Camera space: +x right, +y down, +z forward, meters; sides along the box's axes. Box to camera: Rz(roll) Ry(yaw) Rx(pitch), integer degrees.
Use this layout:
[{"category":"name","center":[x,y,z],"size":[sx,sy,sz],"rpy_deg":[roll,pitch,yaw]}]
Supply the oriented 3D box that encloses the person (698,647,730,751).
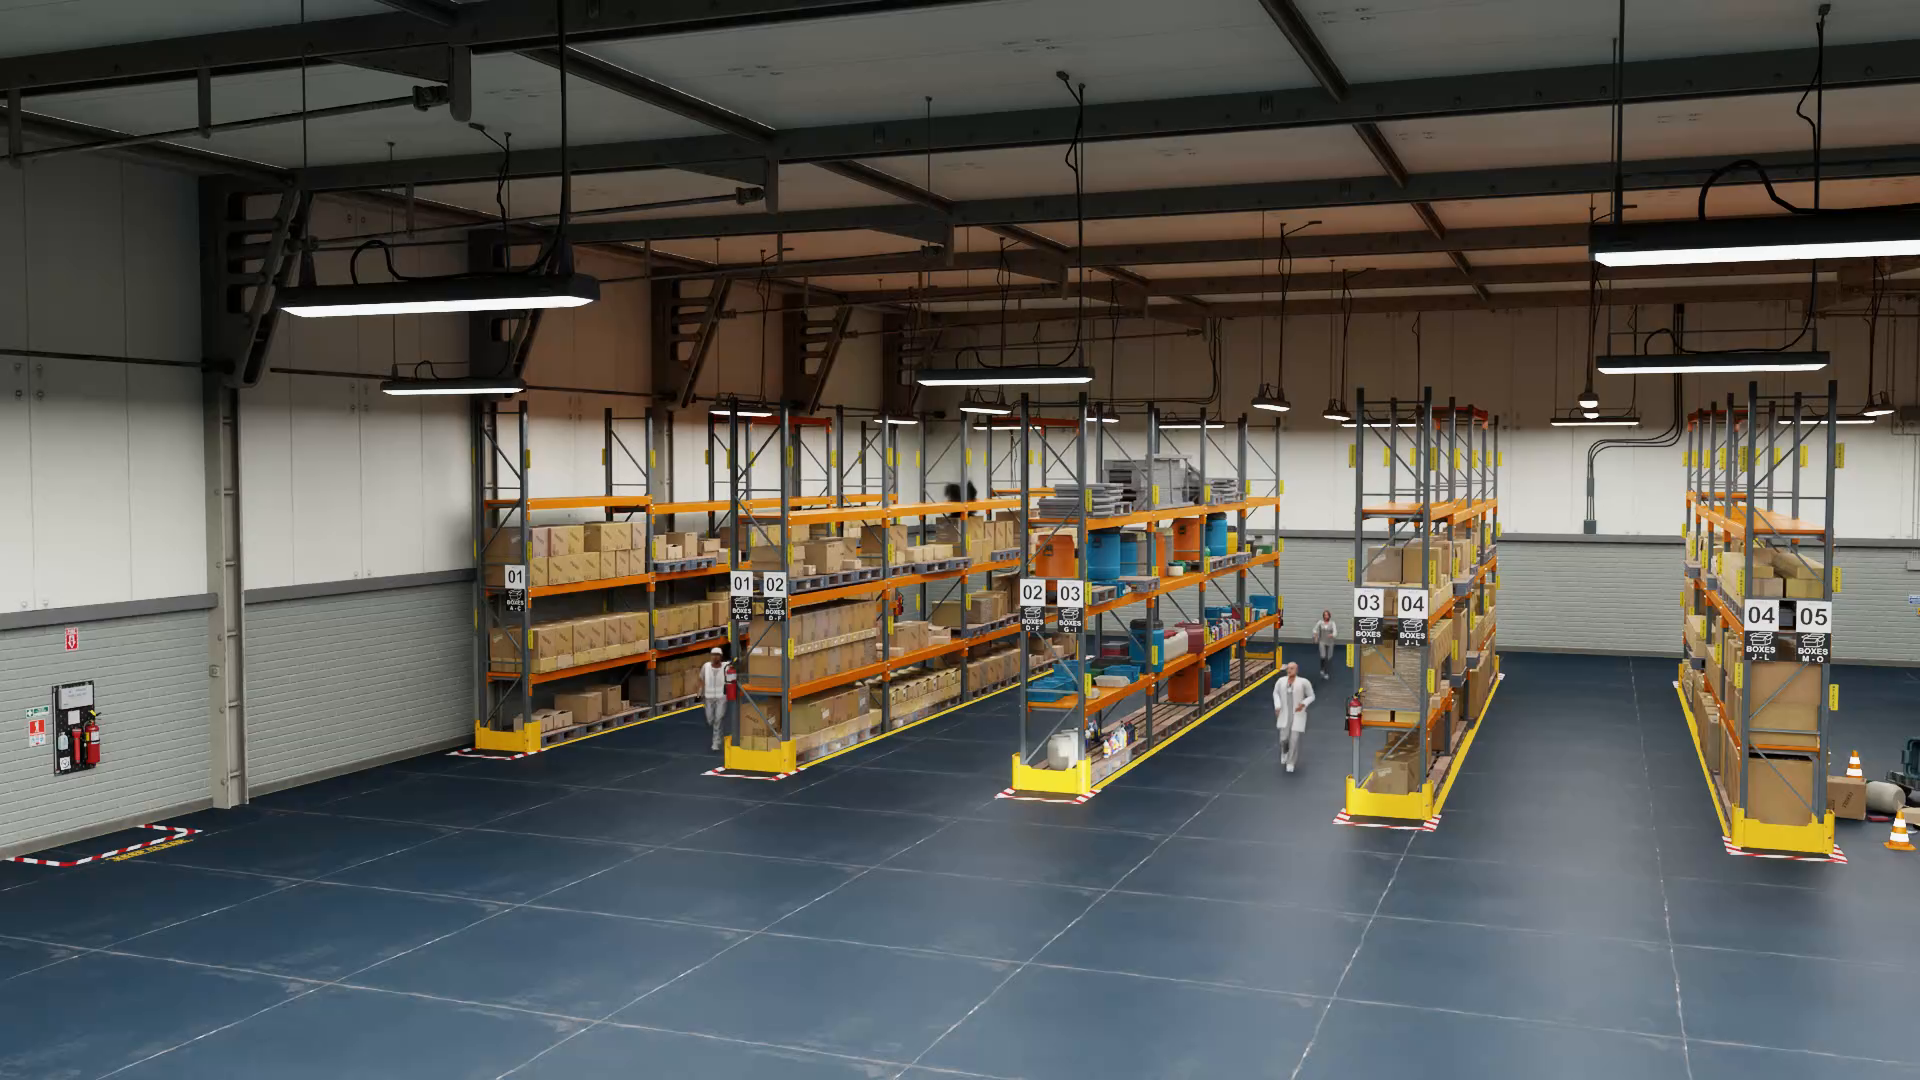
[{"category":"person","center":[-4.207,2.737,28.914],"size":[0.688,1.768,0.756],"rpy_deg":[0,3,3]}]

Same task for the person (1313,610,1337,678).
[{"category":"person","center":[8.275,2.369,37.663],"size":[0.514,1.560,0.635],"rpy_deg":[0,3,8]}]

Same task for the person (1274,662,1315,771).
[{"category":"person","center":[5.342,2.834,26.714],"size":[0.698,1.747,0.668],"rpy_deg":[1,3,24]}]
